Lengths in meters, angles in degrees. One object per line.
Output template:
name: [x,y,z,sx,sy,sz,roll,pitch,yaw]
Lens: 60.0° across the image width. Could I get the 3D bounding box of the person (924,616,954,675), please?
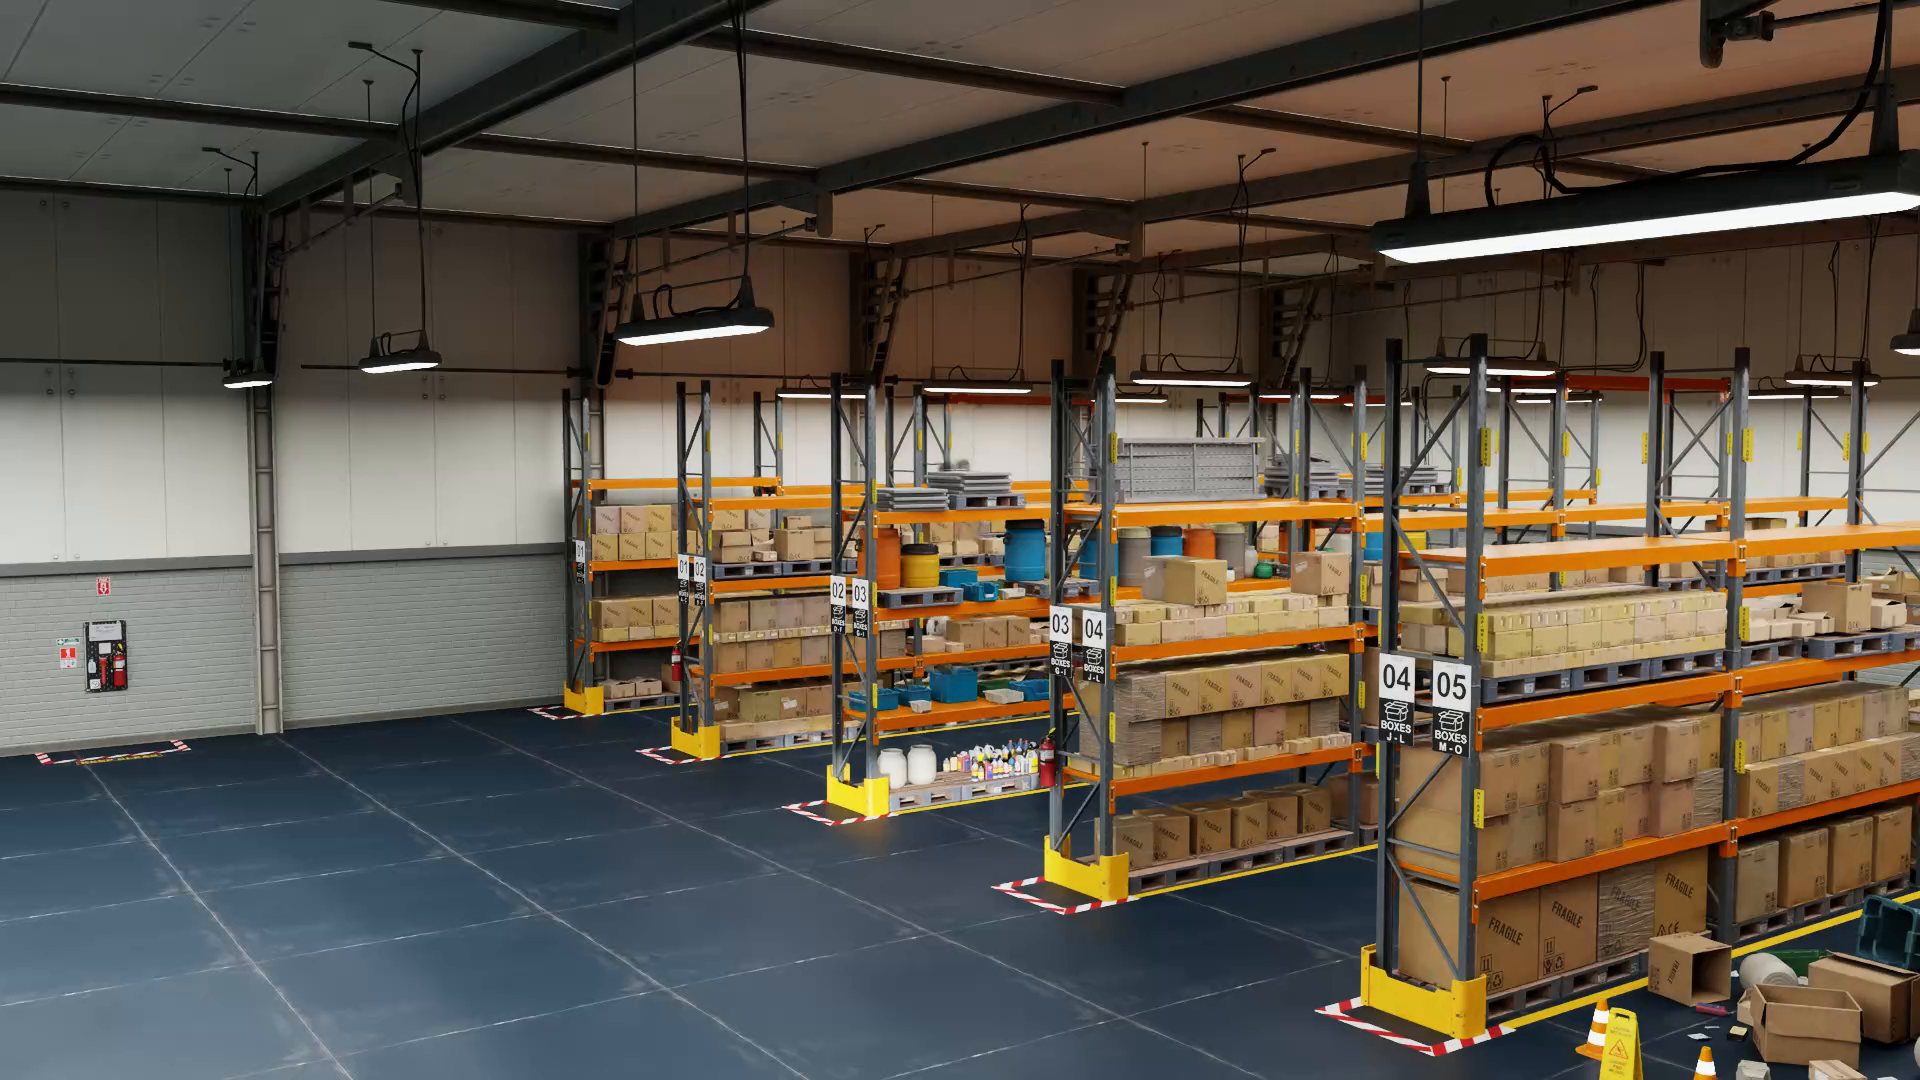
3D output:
person: [-0.407,2.014,31.805,0.776,1.768,0.688,-3,5,-38]
